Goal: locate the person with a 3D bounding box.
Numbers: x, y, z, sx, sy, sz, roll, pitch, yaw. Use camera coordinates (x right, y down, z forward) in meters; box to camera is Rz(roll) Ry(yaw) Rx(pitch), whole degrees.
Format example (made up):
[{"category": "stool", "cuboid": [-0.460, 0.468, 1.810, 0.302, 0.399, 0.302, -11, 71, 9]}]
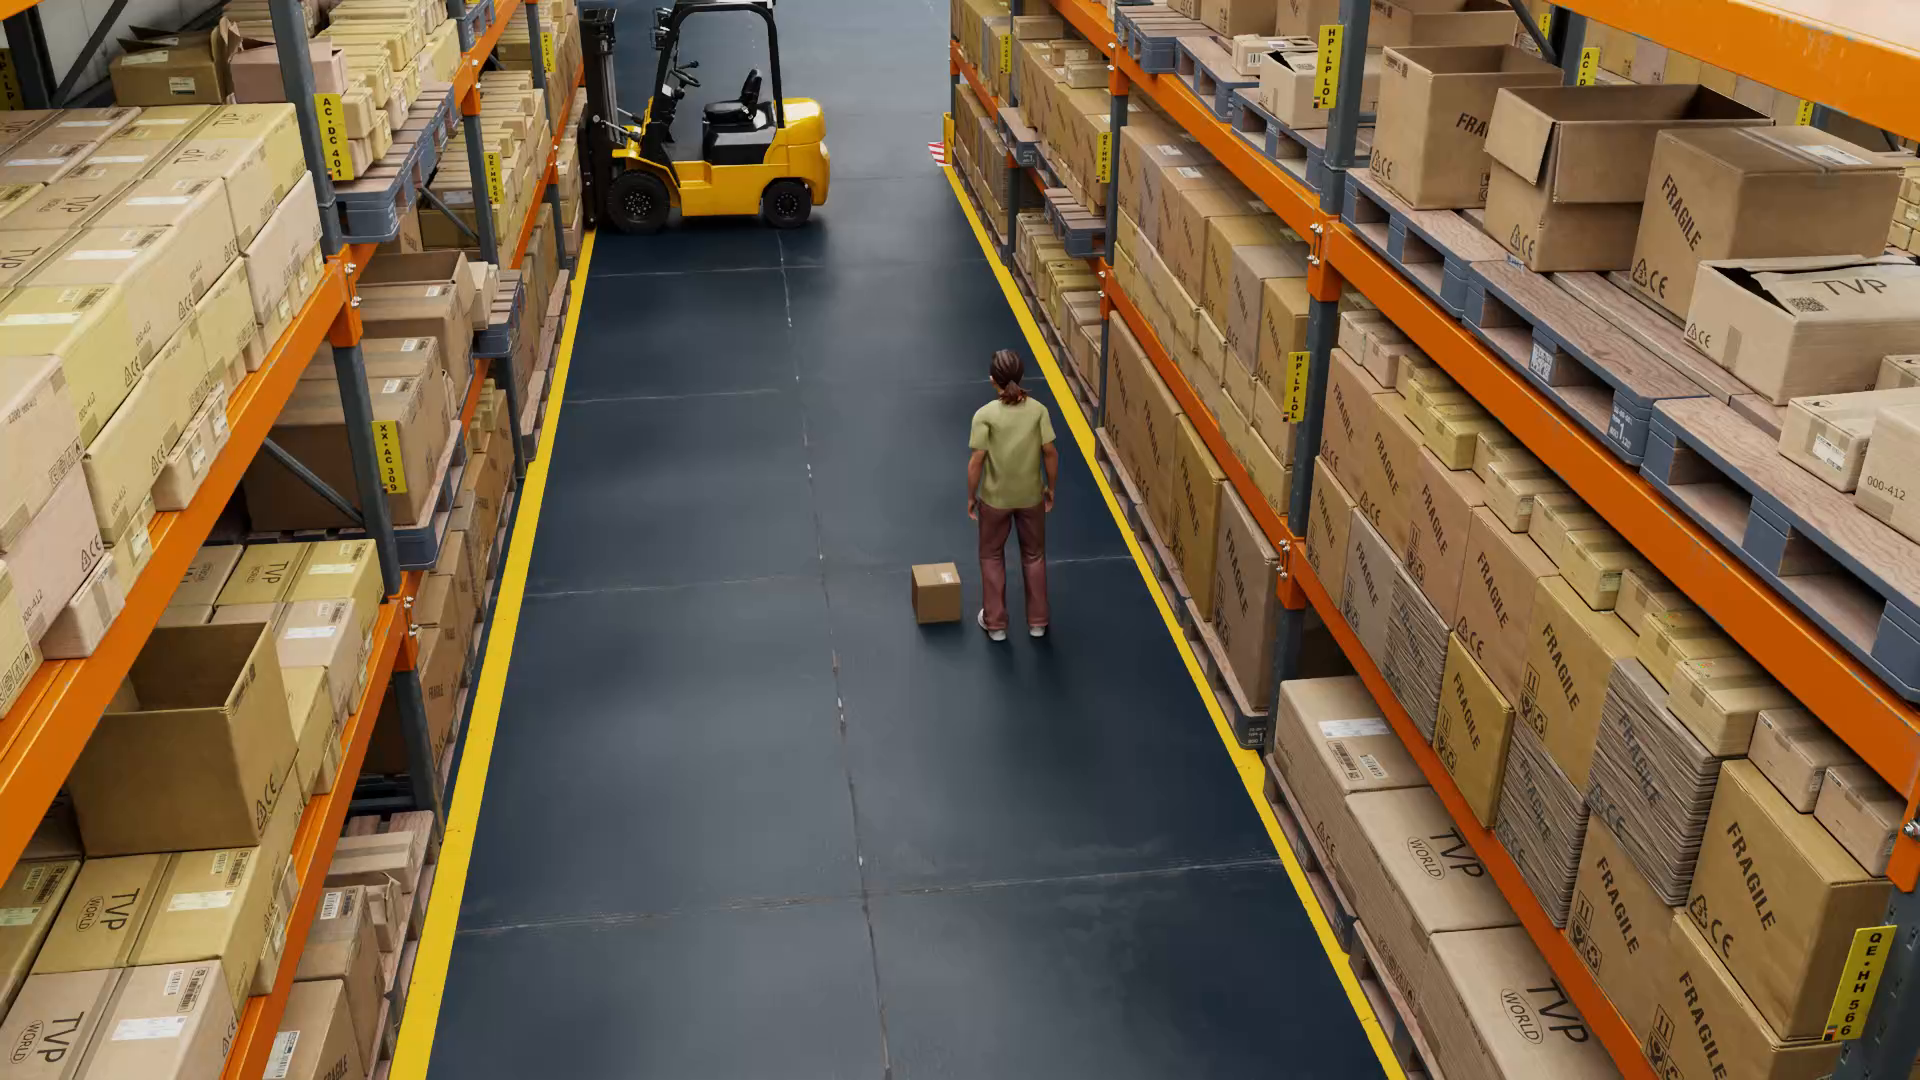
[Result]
[{"category": "person", "cuboid": [0.279, -0.224, 9.078, 0.512, 1.651, 0.358, -5, 28, -10]}]
